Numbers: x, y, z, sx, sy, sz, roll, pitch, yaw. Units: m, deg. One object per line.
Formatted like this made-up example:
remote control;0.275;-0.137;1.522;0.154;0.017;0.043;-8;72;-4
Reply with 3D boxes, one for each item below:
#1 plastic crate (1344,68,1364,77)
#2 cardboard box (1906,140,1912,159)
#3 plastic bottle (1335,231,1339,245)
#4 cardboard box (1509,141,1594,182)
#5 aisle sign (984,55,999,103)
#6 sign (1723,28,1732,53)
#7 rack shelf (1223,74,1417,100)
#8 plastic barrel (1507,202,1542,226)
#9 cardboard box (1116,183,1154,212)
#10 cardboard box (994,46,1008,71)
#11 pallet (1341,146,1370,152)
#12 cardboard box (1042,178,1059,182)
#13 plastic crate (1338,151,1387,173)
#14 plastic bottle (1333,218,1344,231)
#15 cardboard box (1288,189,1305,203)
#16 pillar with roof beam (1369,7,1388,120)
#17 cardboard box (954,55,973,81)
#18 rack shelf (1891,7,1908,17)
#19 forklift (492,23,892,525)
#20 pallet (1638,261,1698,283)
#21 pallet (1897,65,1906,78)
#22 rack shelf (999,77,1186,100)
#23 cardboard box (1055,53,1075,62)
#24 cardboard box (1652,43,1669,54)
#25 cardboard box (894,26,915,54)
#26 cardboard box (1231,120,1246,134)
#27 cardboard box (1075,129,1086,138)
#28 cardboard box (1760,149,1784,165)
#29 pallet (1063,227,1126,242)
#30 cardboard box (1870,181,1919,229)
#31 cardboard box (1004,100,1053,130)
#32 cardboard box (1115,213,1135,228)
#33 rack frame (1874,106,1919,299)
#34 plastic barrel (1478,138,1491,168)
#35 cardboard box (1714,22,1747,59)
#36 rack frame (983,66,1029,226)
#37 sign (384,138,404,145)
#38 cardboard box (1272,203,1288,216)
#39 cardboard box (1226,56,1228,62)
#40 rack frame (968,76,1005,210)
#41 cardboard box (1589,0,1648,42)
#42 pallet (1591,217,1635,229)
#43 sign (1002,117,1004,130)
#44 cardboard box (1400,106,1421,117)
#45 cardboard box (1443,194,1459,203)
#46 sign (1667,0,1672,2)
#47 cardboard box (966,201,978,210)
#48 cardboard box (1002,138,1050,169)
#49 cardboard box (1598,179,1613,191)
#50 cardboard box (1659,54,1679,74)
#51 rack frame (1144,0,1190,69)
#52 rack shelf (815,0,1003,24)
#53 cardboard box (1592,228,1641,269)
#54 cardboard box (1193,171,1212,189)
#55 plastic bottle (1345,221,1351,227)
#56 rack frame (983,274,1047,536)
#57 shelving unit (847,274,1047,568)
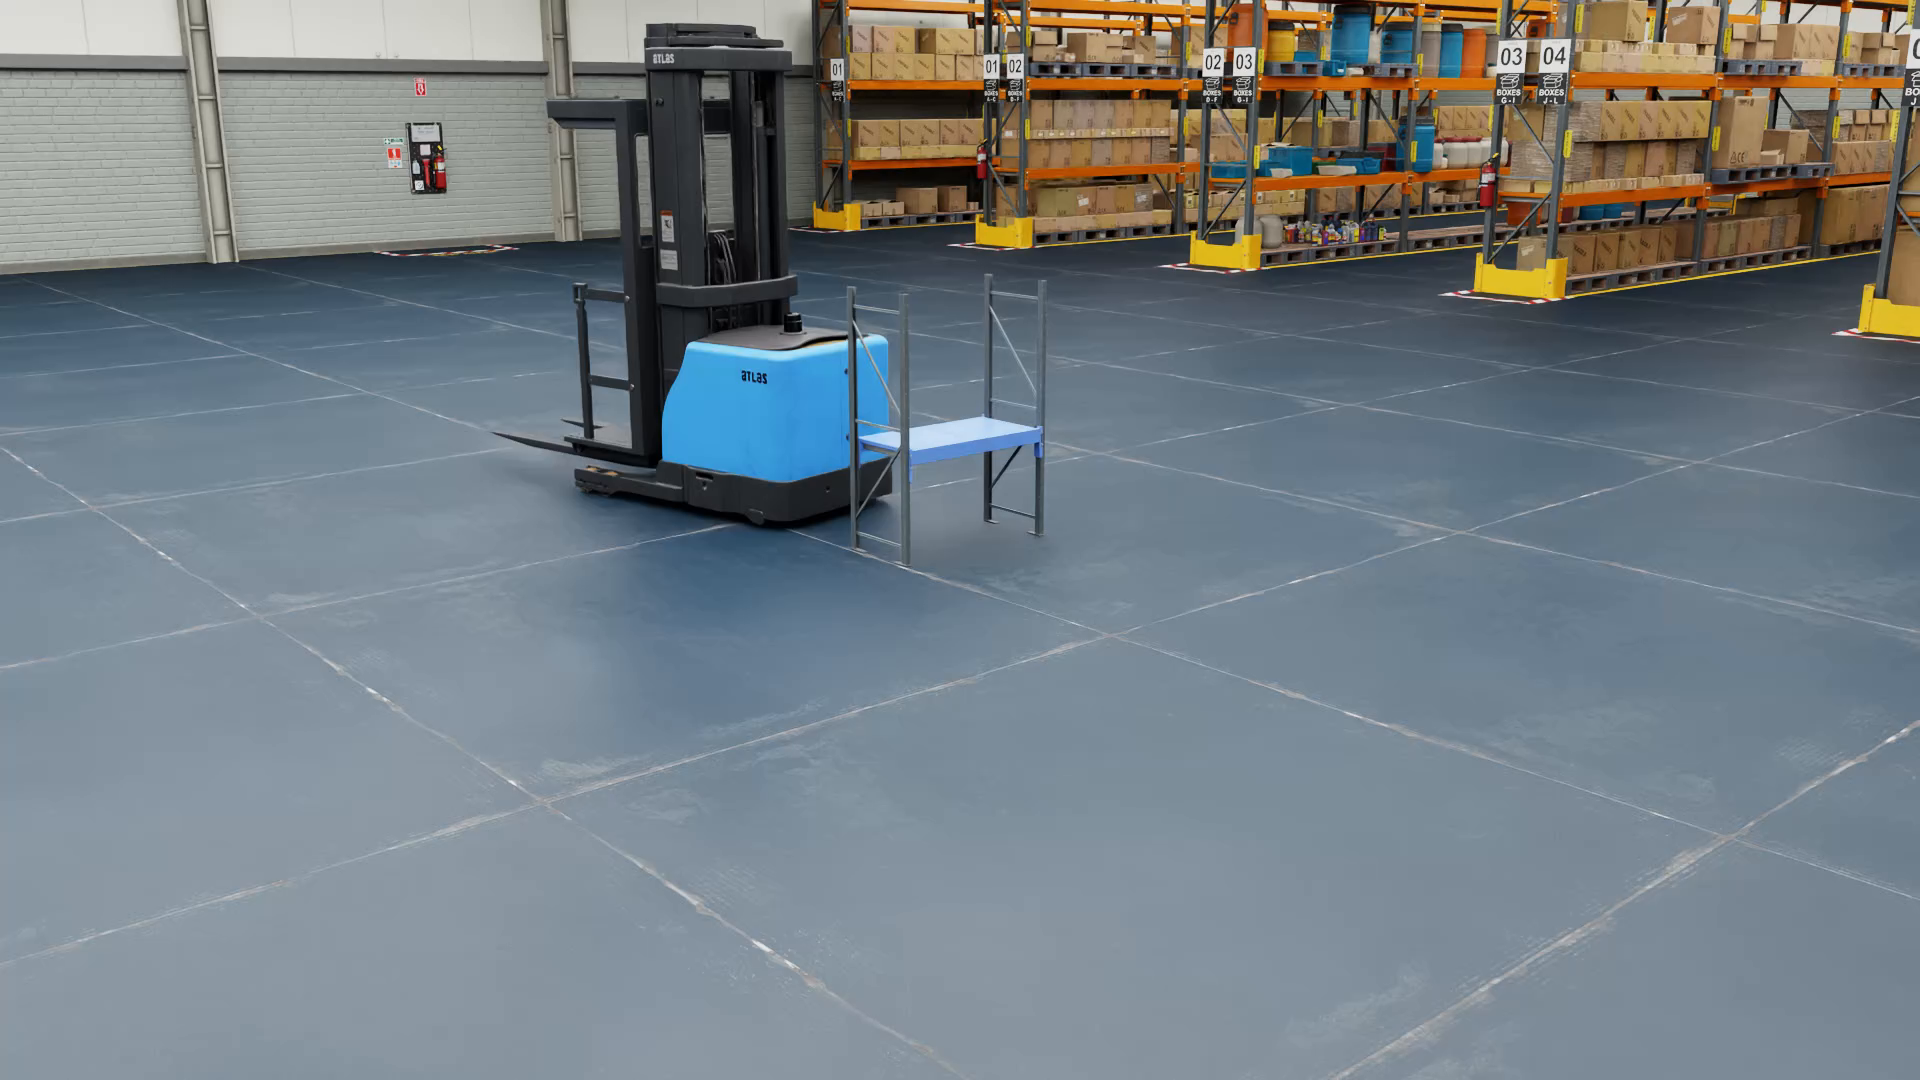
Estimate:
plastic crate;6.101;-7.281;25.895;0.396;0.136;0.243;-13;19;-39
cardboard box;15.781;-6.534;28.207;0.500;0.500;0.500;-12;19;-38
plastic bottle;6.010;-4.831;26.595;0.097;0.201;0.097;0;15;0
cardboard box;7.713;-4.948;21.692;0.500;0.500;0.875;-13;19;-39
aisle sign;0.537;-7.899;28.473;0.004;0.787;0.394;-13;19;-39
sign;10.659;-6.940;23.106;0.005;0.325;0.100;-13;19;-39
rack shelf;5.537;-7.073;25.998;4.000;0.370;1.077;-13;19;-39
plastic barrel;10.421;-6.228;30.646;0.708;0.830;0.600;-13;19;-39
cardboard box;3.206;-6.308;30.615;0.500;0.500;0.500;-13;19;-39
cardboard box;1.008;-10.016;34.616;0.500;0.500;0.500;-9;18;-32
pallet;8.279;-8.190;34.972;1.213;0.211;1.003;-13;19;-39
cardboard box;1.807;-7.898;36.044;0.500;0.250;0.500;-13;20;-41
plastic crate;6.568;-6.216;27.329;0.504;0.338;0.767;-13;19;-39
plastic bottle;6.259;-5.159;27.531;0.185;0.351;0.144;-13;19;-39
cardboard box;6.581;-6.961;33.427;0.500;0.311;0.500;-12;19;-38
pillar with roof beam;13.890;-12.958;40.823;0.400;9.000;9.100;-13;19;-39
cardboard box;-0.066;-9.529;33.567;0.500;0.500;0.500;14;20;42
rack shelf;17.841;-9.397;29.663;4.000;0.370;1.077;-13;19;-39
forklift;-1.906;-1.791;10.777;3.031;2.935;1.130;11;19;36
pallet;9.814;-3.878;23.859;1.213;0.211;1.003;-13;19;-39
pallet;15.673;-7.893;28.045;1.217;0.209;0.805;-14;20;-42
rack shelf;2.288;-8.038;29.611;4.000;0.370;1.077;-13;19;-39
cardboard box;1.783;-8.361;28.827;0.250;0.149;0.380;-13;19;-39
cardboard box;9.251;-6.580;22.275;0.250;0.149;0.380;-12;19;-37
cardboard box;-1.234;-9.733;32.395;0.500;0.500;0.500;-12;19;-38
cardboard box;6.395;-9.668;39.325;0.500;0.500;0.500;-13;20;-40
cardboard box;1.995;-7.159;29.288;0.250;0.149;0.380;-14;20;-41
cardboard box;12.234;-5.826;25.196;0.258;0.266;0.396;-13;20;-41
pallet;2.249;-5.594;30.281;1.213;0.211;1.003;-13;19;-39
cardboard box;15.863;-5.765;28.824;0.875;0.875;1.225;-13;19;-39
cardboard box;1.180;-7.358;28.776;0.500;0.500;0.700;-13;19;-39
cardboard box;2.840;-5.858;30.383;0.500;0.250;0.500;-13;19;-39
rack frame;10.459;-3.685;17.735;0.127;3.000;1.000;-13;19;-39
plastic barrel;9.110;-6.754;29.008;0.421;0.512;0.421;0;15;0
cardboard box;10.717;-7.108;23.722;0.637;0.503;0.797;-14;20;-42
rack frame;0.780;-6.597;28.636;0.127;3.000;1.000;-13;19;-39
sign;-9.406;-6.619;27.622;0.331;0.109;0.001;-13;19;-39
cardboard box;6.191;-6.602;33.170;0.500;0.250;0.500;-13;20;-40
cardboard box;5.280;-9.167;31.919;0.500;0.250;0.500;14;20;42
rack frame;0.543;-8.239;34.781;0.127;3.000;1.000;-13;19;-39
cardboard box;8.577;-6.750;21.656;0.500;0.500;0.500;-13;20;-40
pallet;12.472;-6.195;32.535;1.213;0.211;1.003;-13;19;-39
sign;0.905;-8.553;34.279;0.005;0.325;0.100;-13;19;-39
cardboard box;10.044;-9.298;36.614;0.500;0.500;0.500;-13;19;-39
cardboard box;10.937;-7.651;37.220;0.250;0.166;0.380;-13;19;-39
sign;13.441;-10.355;31.485;0.005;0.325;0.100;-13;19;-39
cardboard box;0.159;-6.986;34.729;0.380;0.166;0.250;13;20;40
cardboard box;1.140;-6.722;28.910;0.500;0.500;0.700;-13;19;-39
cardboard box;8.419;-4.714;22.073;0.250;0.149;0.380;-13;19;-39
cardboard box;9.343;-6.421;22.453;0.500;0.250;0.500;-13;20;-40
rack frame;3.797;-10.173;30.399;0.127;3.000;1.000;-13;19;-39
rack shelf;-0.966;-10.449;32.832;4.000;0.370;1.077;-13;19;-39
cardboard box;9.125;-4.062;23.175;0.500;0.500;0.500;14;20;42
cardboard box;5.504;-8.472;39.005;0.750;0.750;0.750;-12;19;-38
plastic bottle;6.518;-5.236;27.973;0.097;0.271;0.097;0;15;0
rack frame;0.319;-0.796;9.825;0.032;1.500;0.500;-13;19;-39
shelving unit;-0.064;-0.710;9.502;1.048;1.500;0.538;-13;19;-39
